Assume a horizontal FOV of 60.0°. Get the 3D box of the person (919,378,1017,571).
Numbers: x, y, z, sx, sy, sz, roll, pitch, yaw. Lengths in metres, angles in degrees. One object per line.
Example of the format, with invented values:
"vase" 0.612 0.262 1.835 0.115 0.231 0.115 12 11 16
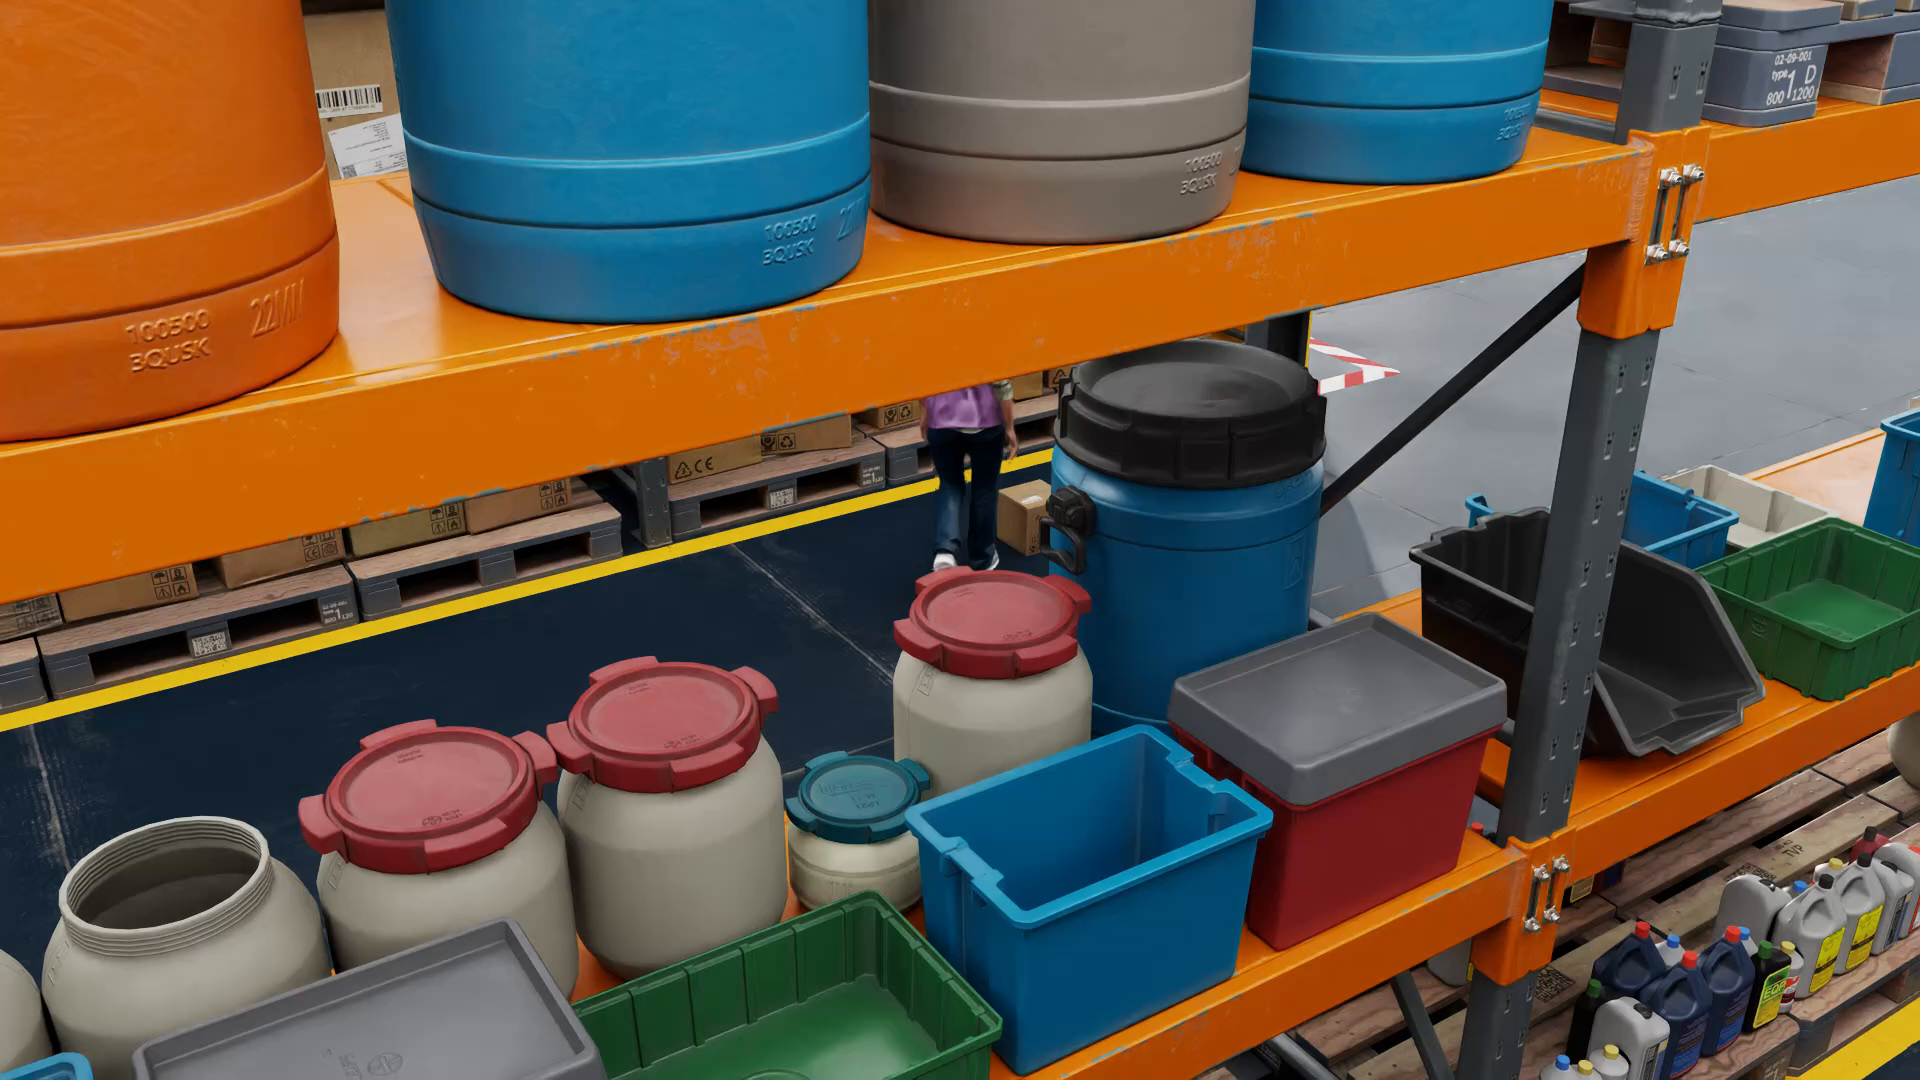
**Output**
"person" 0.018 -0.500 7.152 0.469 1.576 0.681 7 26 13
